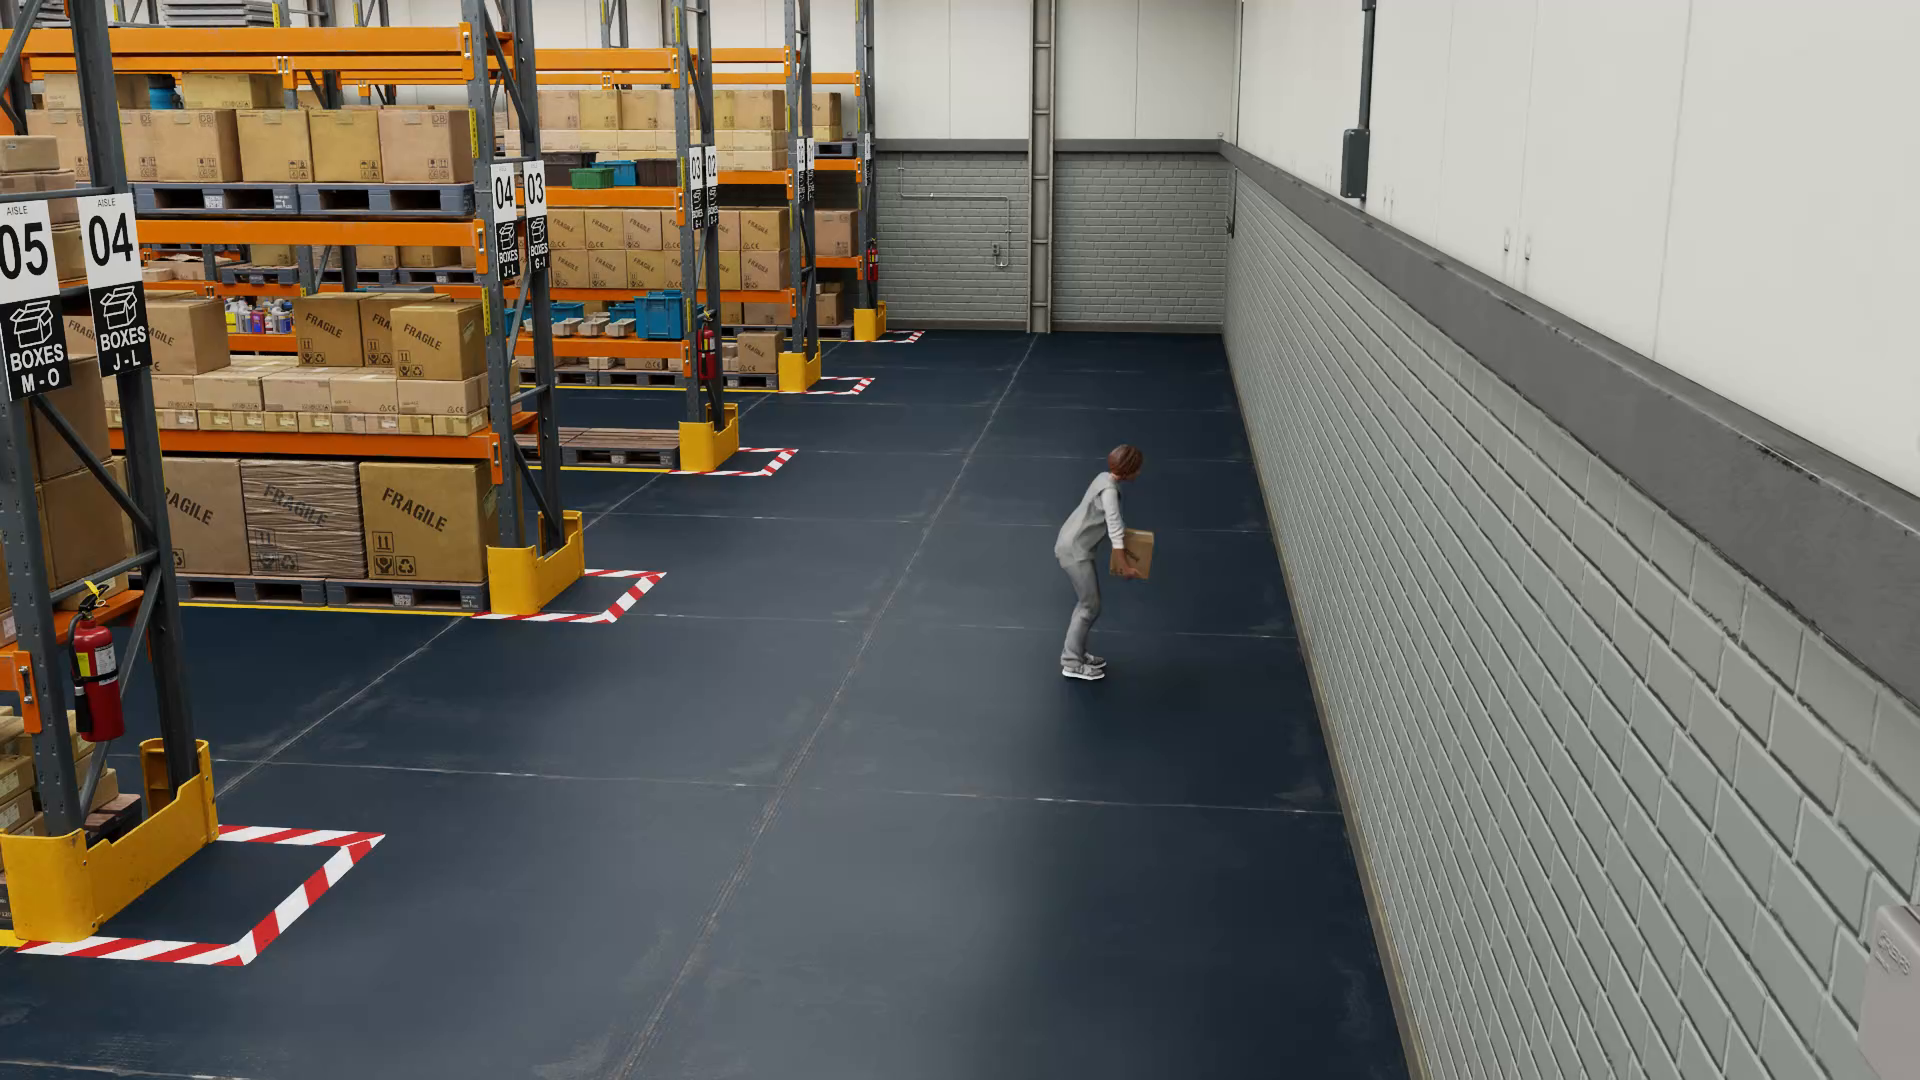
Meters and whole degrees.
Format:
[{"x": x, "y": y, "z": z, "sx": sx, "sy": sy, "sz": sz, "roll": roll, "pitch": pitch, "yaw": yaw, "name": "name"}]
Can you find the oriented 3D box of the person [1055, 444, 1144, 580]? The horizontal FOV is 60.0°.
[{"x": 0.886, "y": -0.188, "z": 10.594, "sx": 0.560, "sy": 0.832, "sz": 0.370, "roll": 1, "pitch": 15, "yaw": 5, "name": "person"}]
